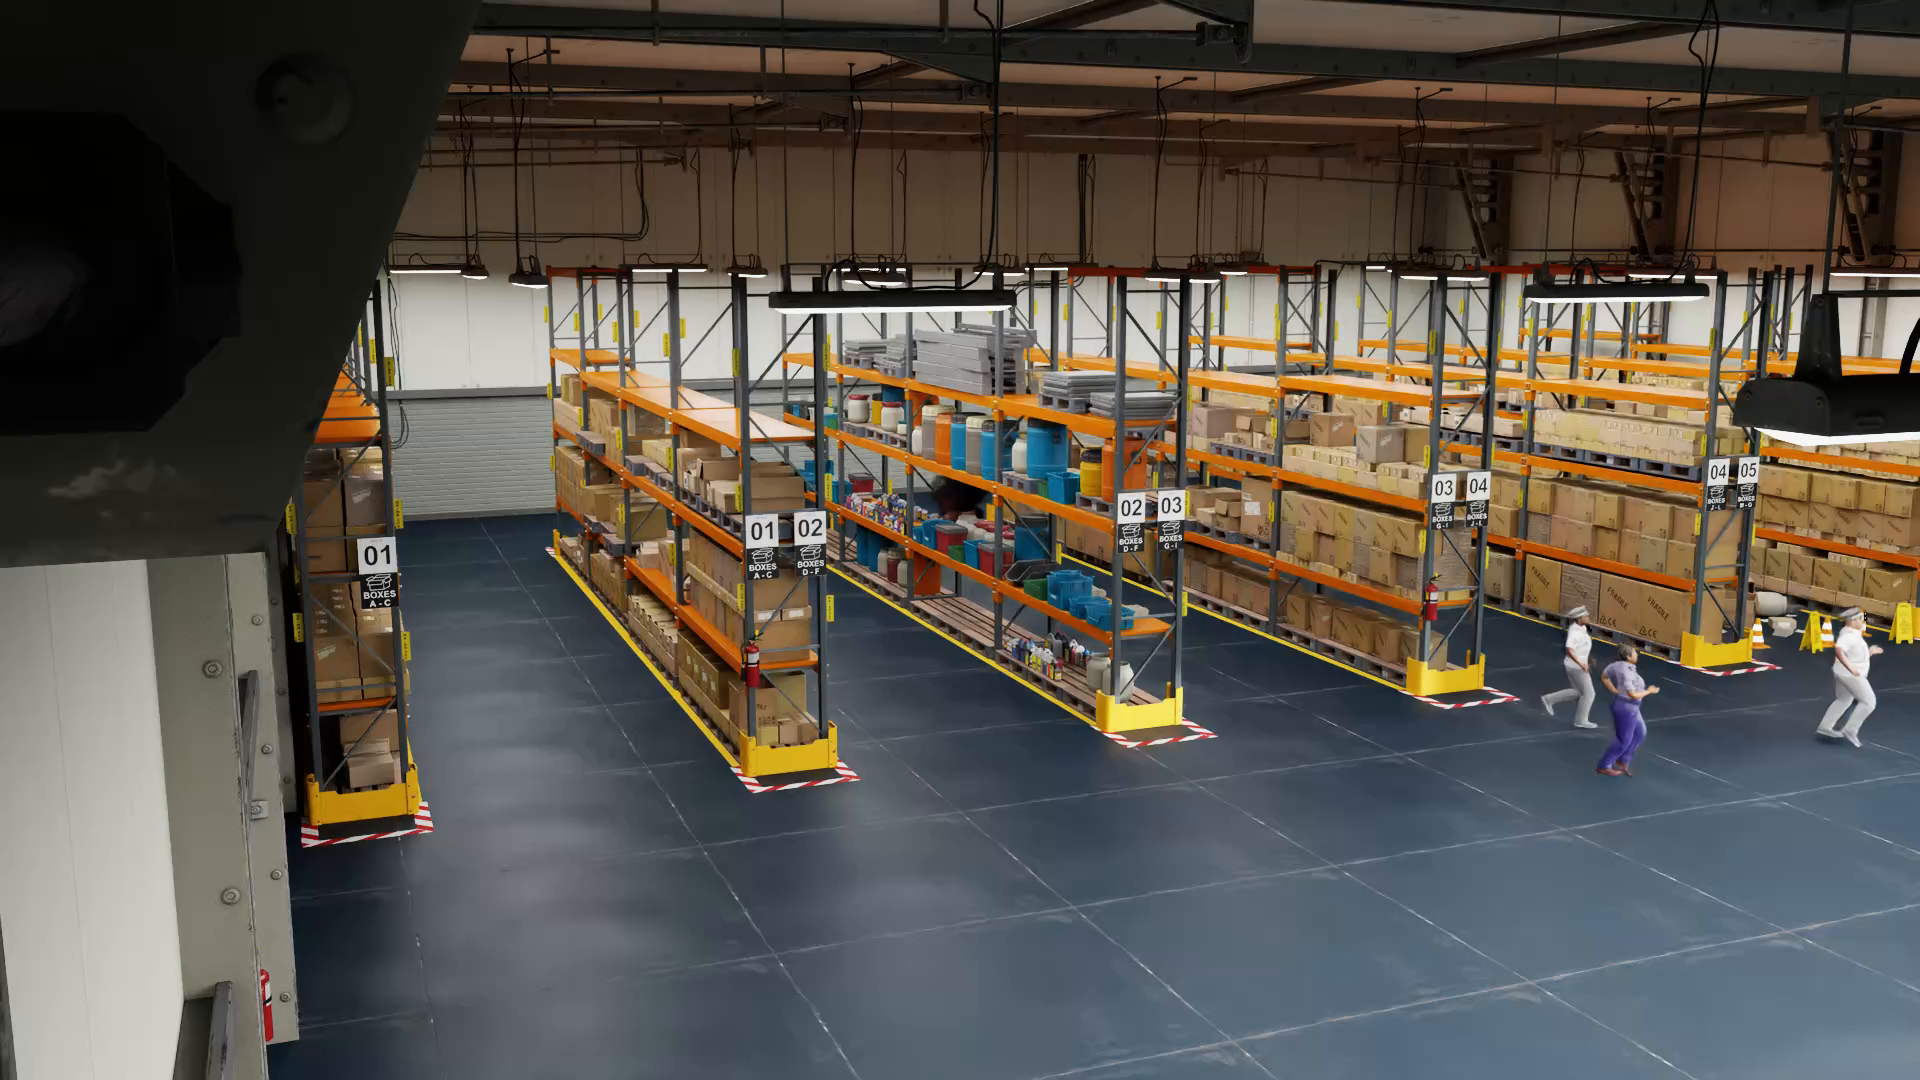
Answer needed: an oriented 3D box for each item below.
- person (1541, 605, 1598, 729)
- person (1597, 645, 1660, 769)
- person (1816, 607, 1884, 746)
[{"bbox_3d":[8.181,1.678,22.221,0.737,1.656,0.613,3,10,18],"label":"person"},{"bbox_3d":[8.058,2.017,20.046,0.643,1.525,0.583,2,10,9],"label":"person"},{"bbox_3d":[11.543,1.771,21.487,0.700,1.832,0.638,2,10,13],"label":"person"}]
